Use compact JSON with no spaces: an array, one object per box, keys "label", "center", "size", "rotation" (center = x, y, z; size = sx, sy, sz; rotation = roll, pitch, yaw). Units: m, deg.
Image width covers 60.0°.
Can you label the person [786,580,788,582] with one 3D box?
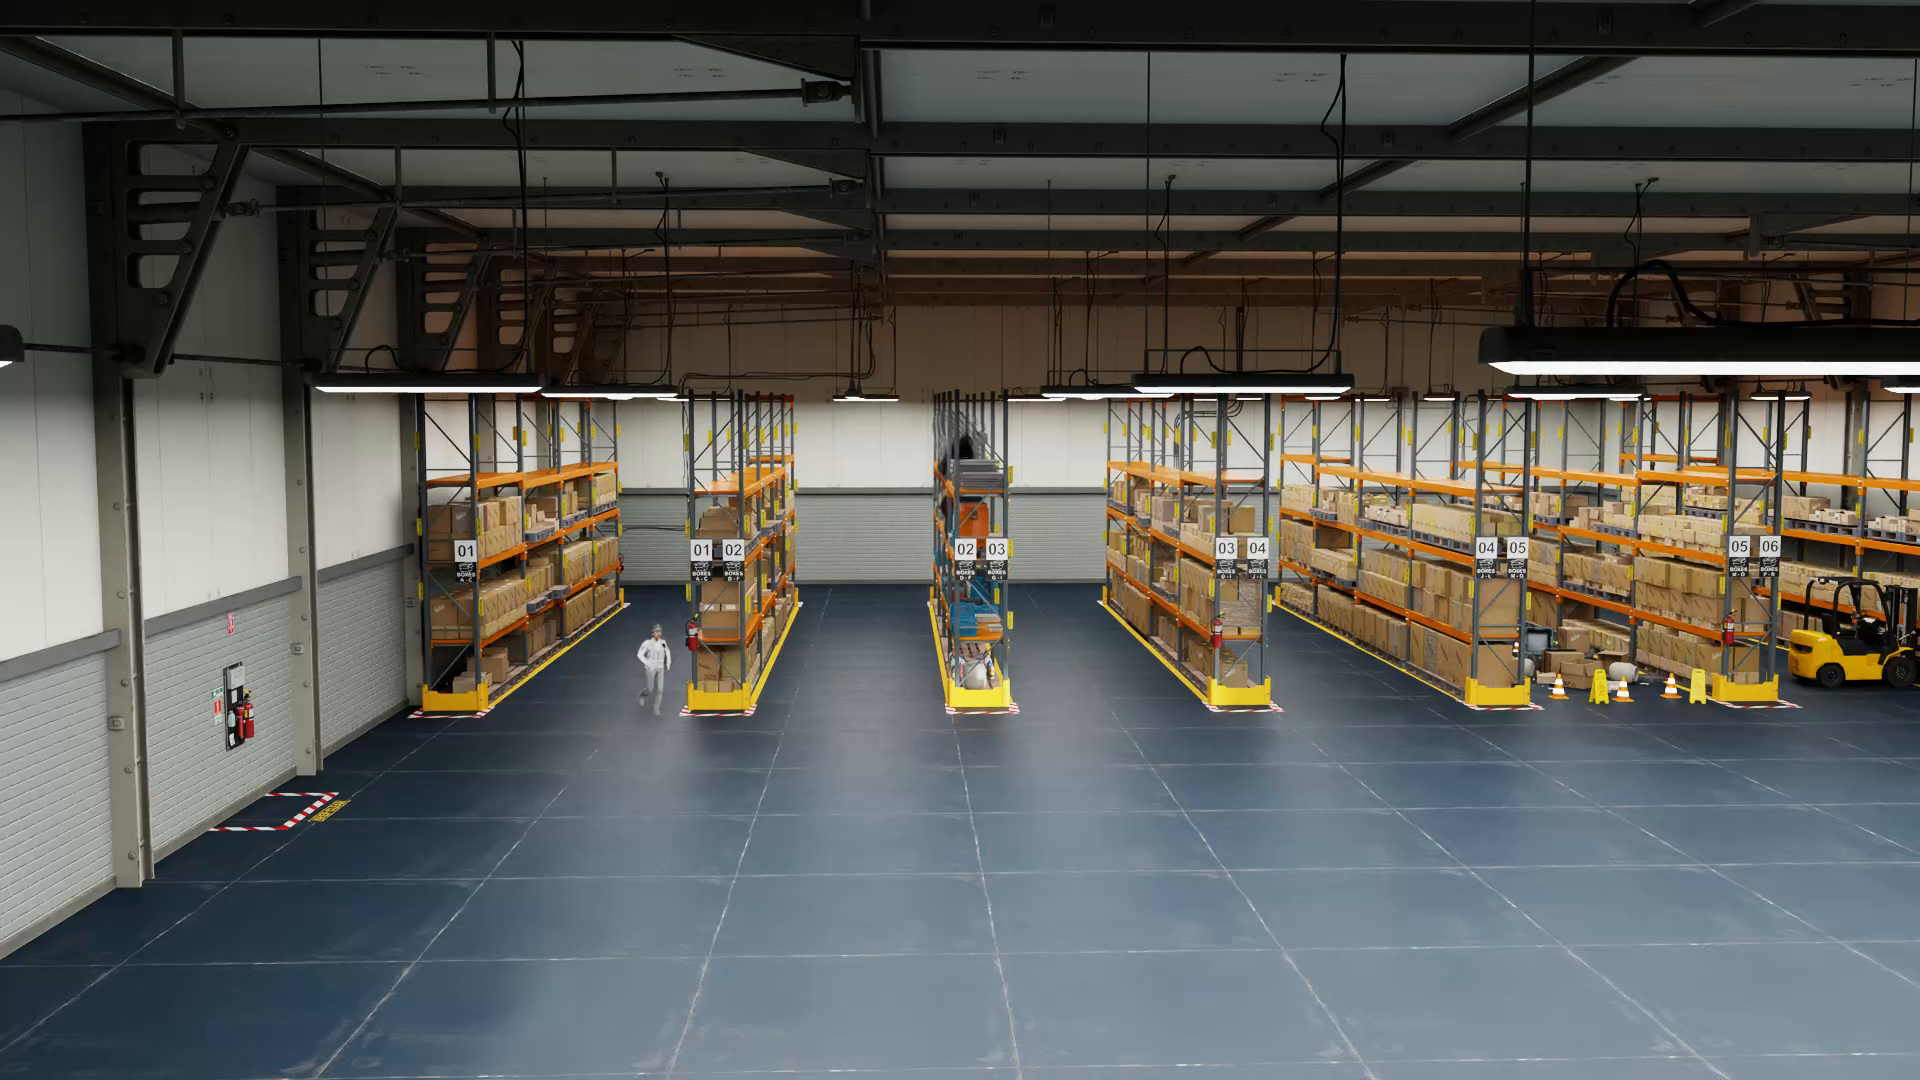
[{"label":"person","center":[-5.255,0.927,48.581],"size":[0.710,1.757,0.657],"rotation":[2,5,21]}]

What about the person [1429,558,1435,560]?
[{"label":"person","center":[12.024,1.370,42.365],"size":[0.641,1.816,0.915],"rotation":[-1,5,-13]}]

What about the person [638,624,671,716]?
[{"label":"person","center":[-5.671,2.403,30.886],"size":[0.664,1.707,0.701],"rotation":[-3,6,-35]}]

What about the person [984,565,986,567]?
[{"label":"person","center":[0.702,0.896,48.698],"size":[0.982,1.806,0.693],"rotation":[-1,5,-7]}]
